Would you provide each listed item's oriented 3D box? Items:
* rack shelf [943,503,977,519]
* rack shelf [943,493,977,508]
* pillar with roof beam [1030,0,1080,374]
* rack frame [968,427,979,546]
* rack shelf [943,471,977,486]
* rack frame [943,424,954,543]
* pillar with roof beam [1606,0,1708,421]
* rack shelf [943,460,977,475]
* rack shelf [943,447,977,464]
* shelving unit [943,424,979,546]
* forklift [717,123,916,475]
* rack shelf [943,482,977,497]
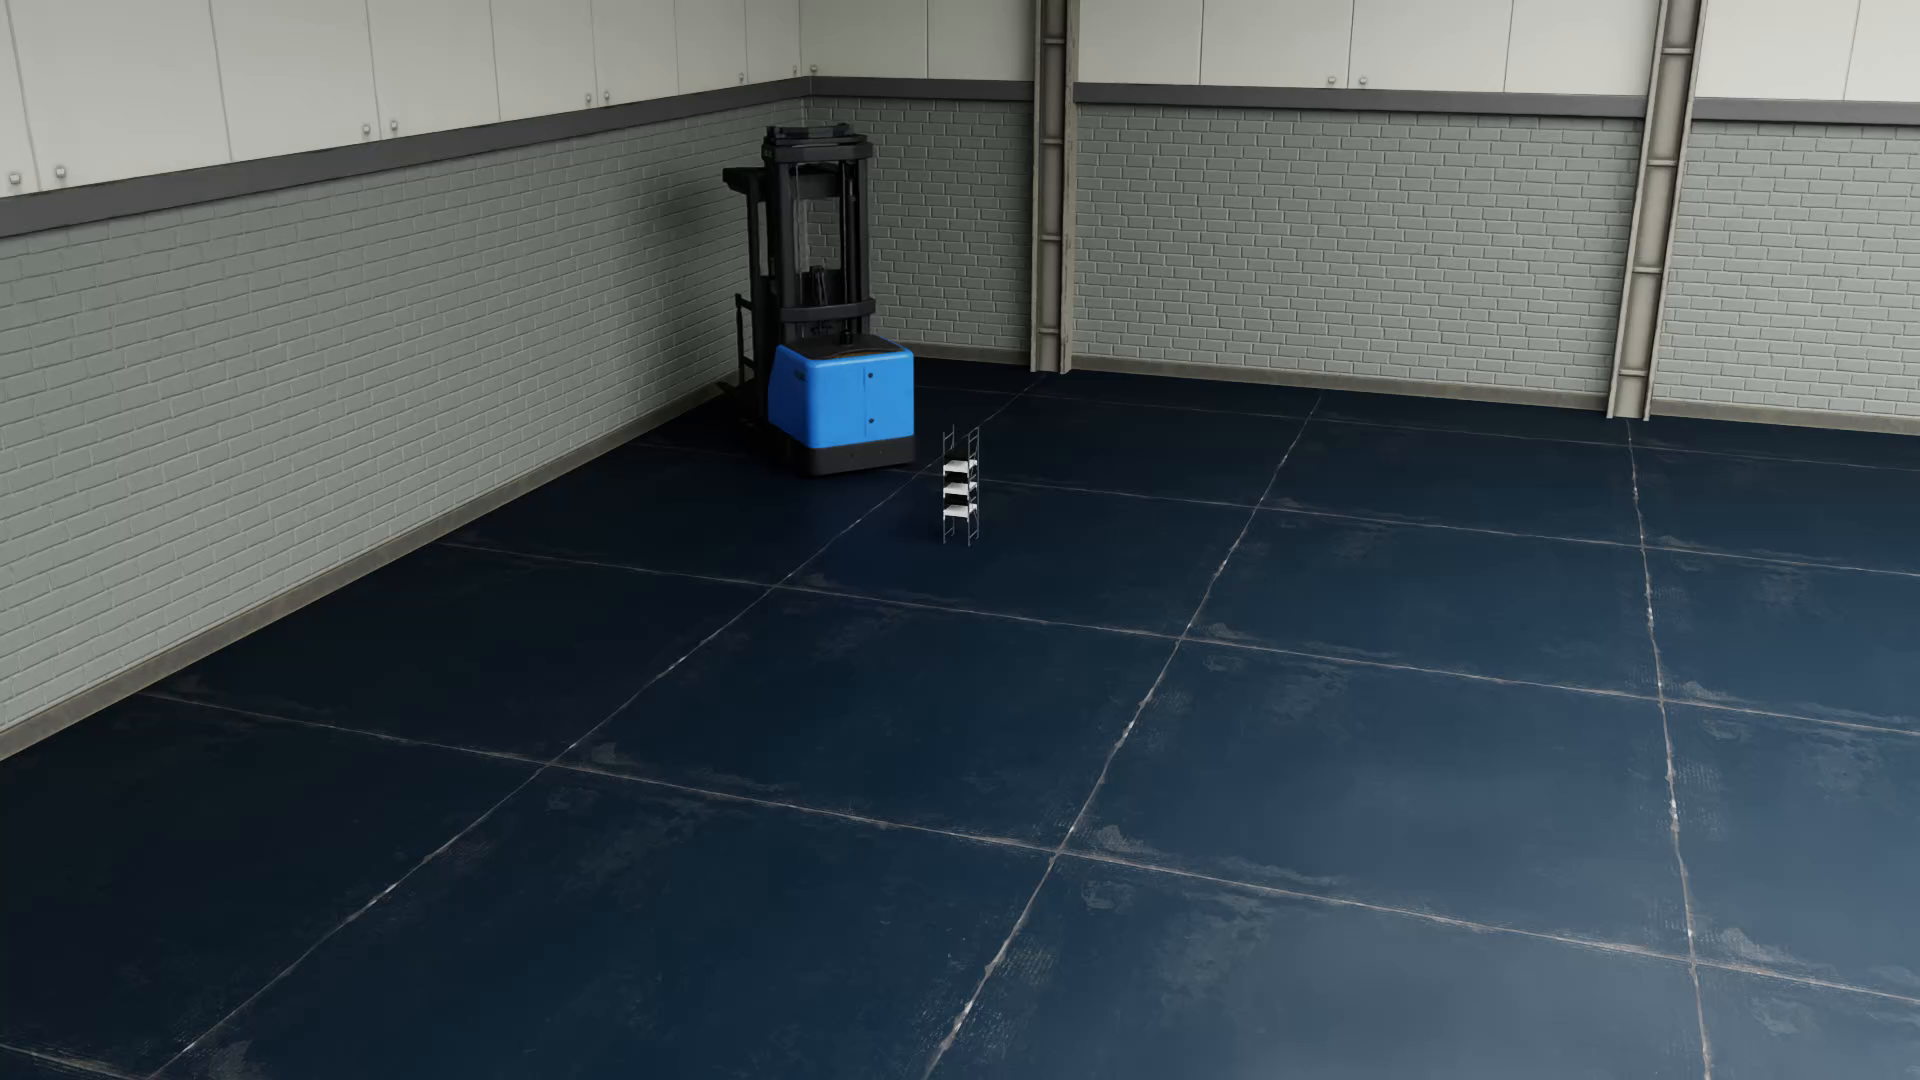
[{"bbox_3d":[0.008,-0.223,12.996,0.200,0.077,0.258,7,20,18],"label":"rack shelf"},{"bbox_3d":[0.008,-0.308,12.966,0.200,0.077,0.258,7,20,18],"label":"rack shelf"},{"bbox_3d":[-0.400,-4.805,13.190,0.400,9.000,9.100,7,20,18],"label":"pillar with roof beam"},{"bbox_3d":[0.104,-0.413,12.894,0.006,0.900,0.240,7,20,18],"label":"rack frame"},{"bbox_3d":[0.008,-0.478,12.907,0.200,0.077,0.258,7,20,18],"label":"rack shelf"},{"bbox_3d":[-0.088,-0.435,12.957,0.006,0.900,0.240,7,20,18],"label":"rack frame"},{"bbox_3d":[5.267,-4.157,11.331,0.400,9.000,9.100,7,20,18],"label":"pillar with roof beam"},{"bbox_3d":[0.008,-0.563,12.877,0.200,0.077,0.258,7,20,18],"label":"rack shelf"},{"bbox_3d":[0.008,-0.648,12.848,0.200,0.077,0.258,7,20,18],"label":"rack shelf"},{"bbox_3d":[0.008,-0.424,12.926,0.210,0.900,0.258,7,20,18],"label":"shelving unit"},{"bbox_3d":[-1.507,-2.389,15.477,1.130,2.935,3.031,-9,21,-25],"label":"forklift"},{"bbox_3d":[0.008,-0.393,12.937,0.200,0.077,0.258,7,20,18],"label":"rack shelf"}]
